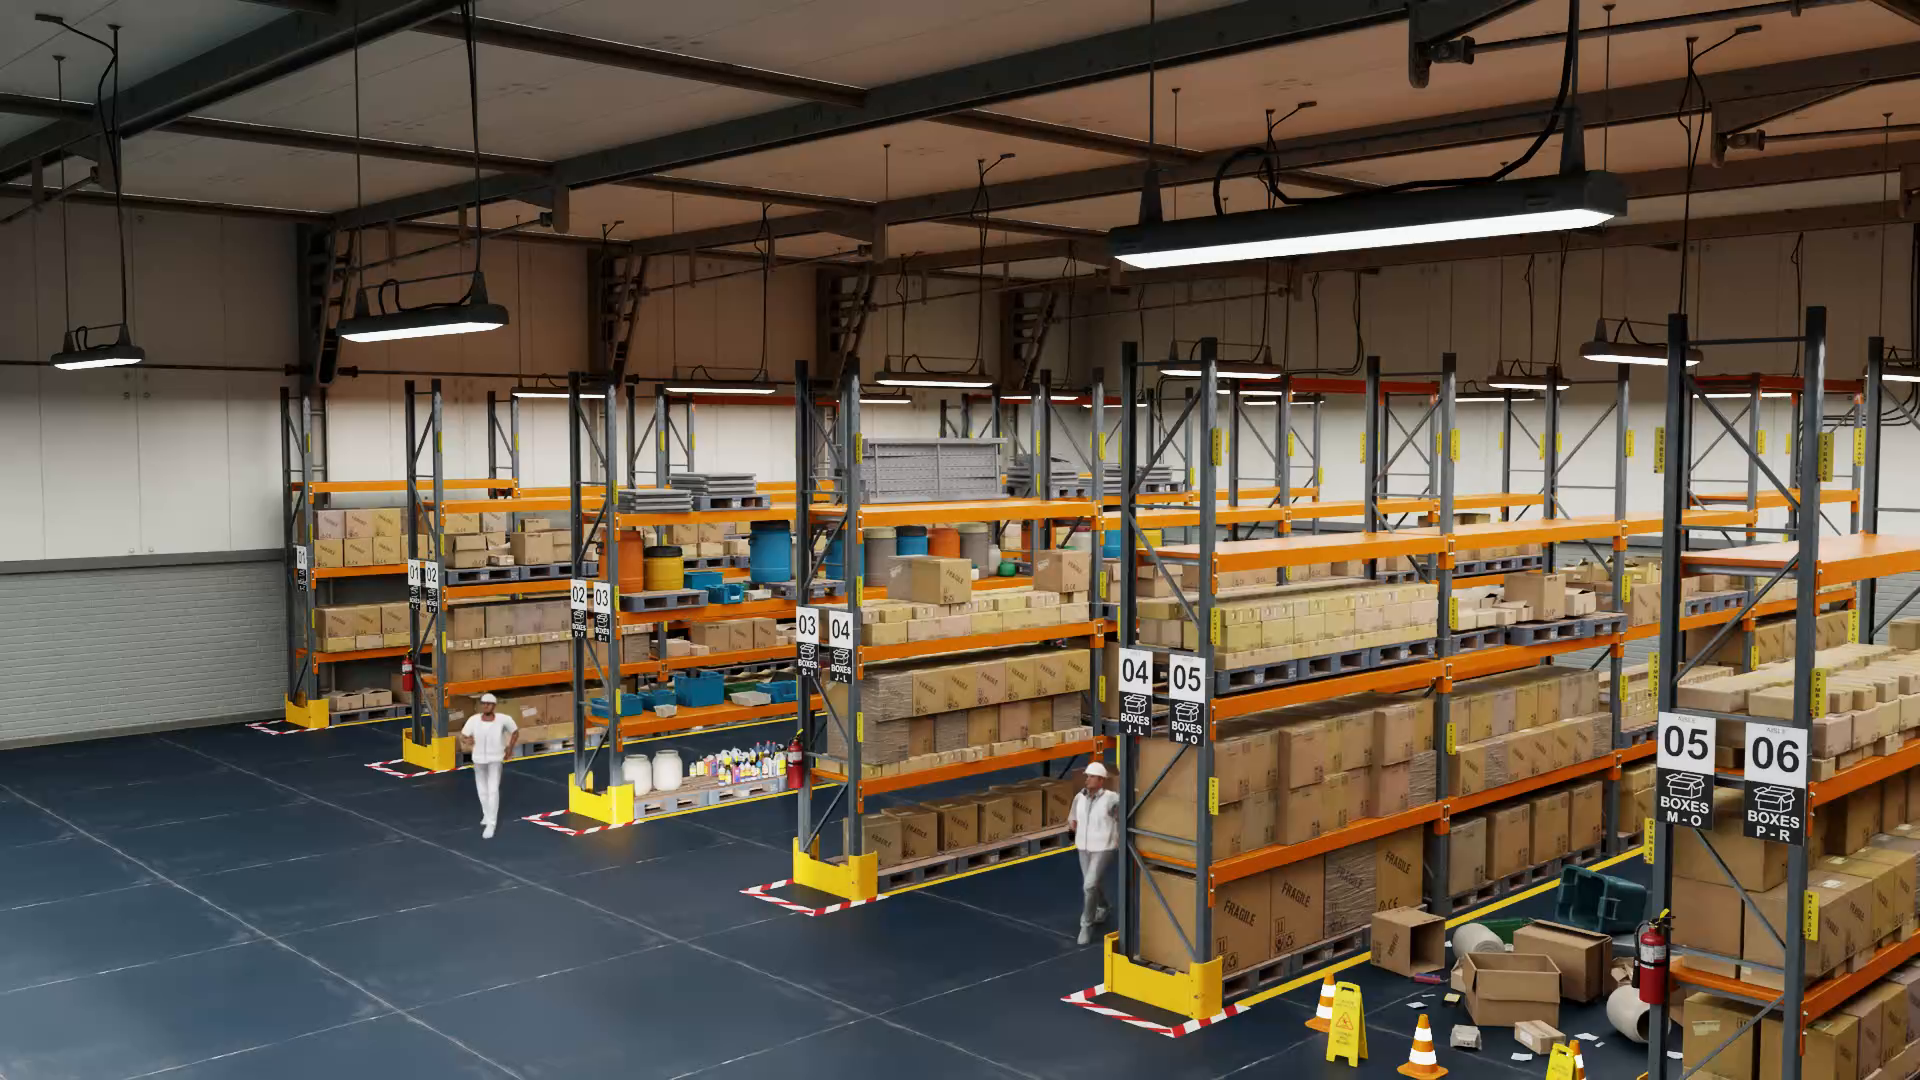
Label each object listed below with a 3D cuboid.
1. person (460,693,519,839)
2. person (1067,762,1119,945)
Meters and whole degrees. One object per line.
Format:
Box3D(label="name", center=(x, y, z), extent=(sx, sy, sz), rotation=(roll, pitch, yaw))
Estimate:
Box3D(label="person", center=(-6.133, 2.887, 21.545), extent=(0.700, 1.803, 0.823), rotation=(0, 4, 2))
Box3D(label="person", center=(1.401, 3.201, 17.151), extent=(0.661, 1.809, 0.822), rotation=(3, 5, 39))
